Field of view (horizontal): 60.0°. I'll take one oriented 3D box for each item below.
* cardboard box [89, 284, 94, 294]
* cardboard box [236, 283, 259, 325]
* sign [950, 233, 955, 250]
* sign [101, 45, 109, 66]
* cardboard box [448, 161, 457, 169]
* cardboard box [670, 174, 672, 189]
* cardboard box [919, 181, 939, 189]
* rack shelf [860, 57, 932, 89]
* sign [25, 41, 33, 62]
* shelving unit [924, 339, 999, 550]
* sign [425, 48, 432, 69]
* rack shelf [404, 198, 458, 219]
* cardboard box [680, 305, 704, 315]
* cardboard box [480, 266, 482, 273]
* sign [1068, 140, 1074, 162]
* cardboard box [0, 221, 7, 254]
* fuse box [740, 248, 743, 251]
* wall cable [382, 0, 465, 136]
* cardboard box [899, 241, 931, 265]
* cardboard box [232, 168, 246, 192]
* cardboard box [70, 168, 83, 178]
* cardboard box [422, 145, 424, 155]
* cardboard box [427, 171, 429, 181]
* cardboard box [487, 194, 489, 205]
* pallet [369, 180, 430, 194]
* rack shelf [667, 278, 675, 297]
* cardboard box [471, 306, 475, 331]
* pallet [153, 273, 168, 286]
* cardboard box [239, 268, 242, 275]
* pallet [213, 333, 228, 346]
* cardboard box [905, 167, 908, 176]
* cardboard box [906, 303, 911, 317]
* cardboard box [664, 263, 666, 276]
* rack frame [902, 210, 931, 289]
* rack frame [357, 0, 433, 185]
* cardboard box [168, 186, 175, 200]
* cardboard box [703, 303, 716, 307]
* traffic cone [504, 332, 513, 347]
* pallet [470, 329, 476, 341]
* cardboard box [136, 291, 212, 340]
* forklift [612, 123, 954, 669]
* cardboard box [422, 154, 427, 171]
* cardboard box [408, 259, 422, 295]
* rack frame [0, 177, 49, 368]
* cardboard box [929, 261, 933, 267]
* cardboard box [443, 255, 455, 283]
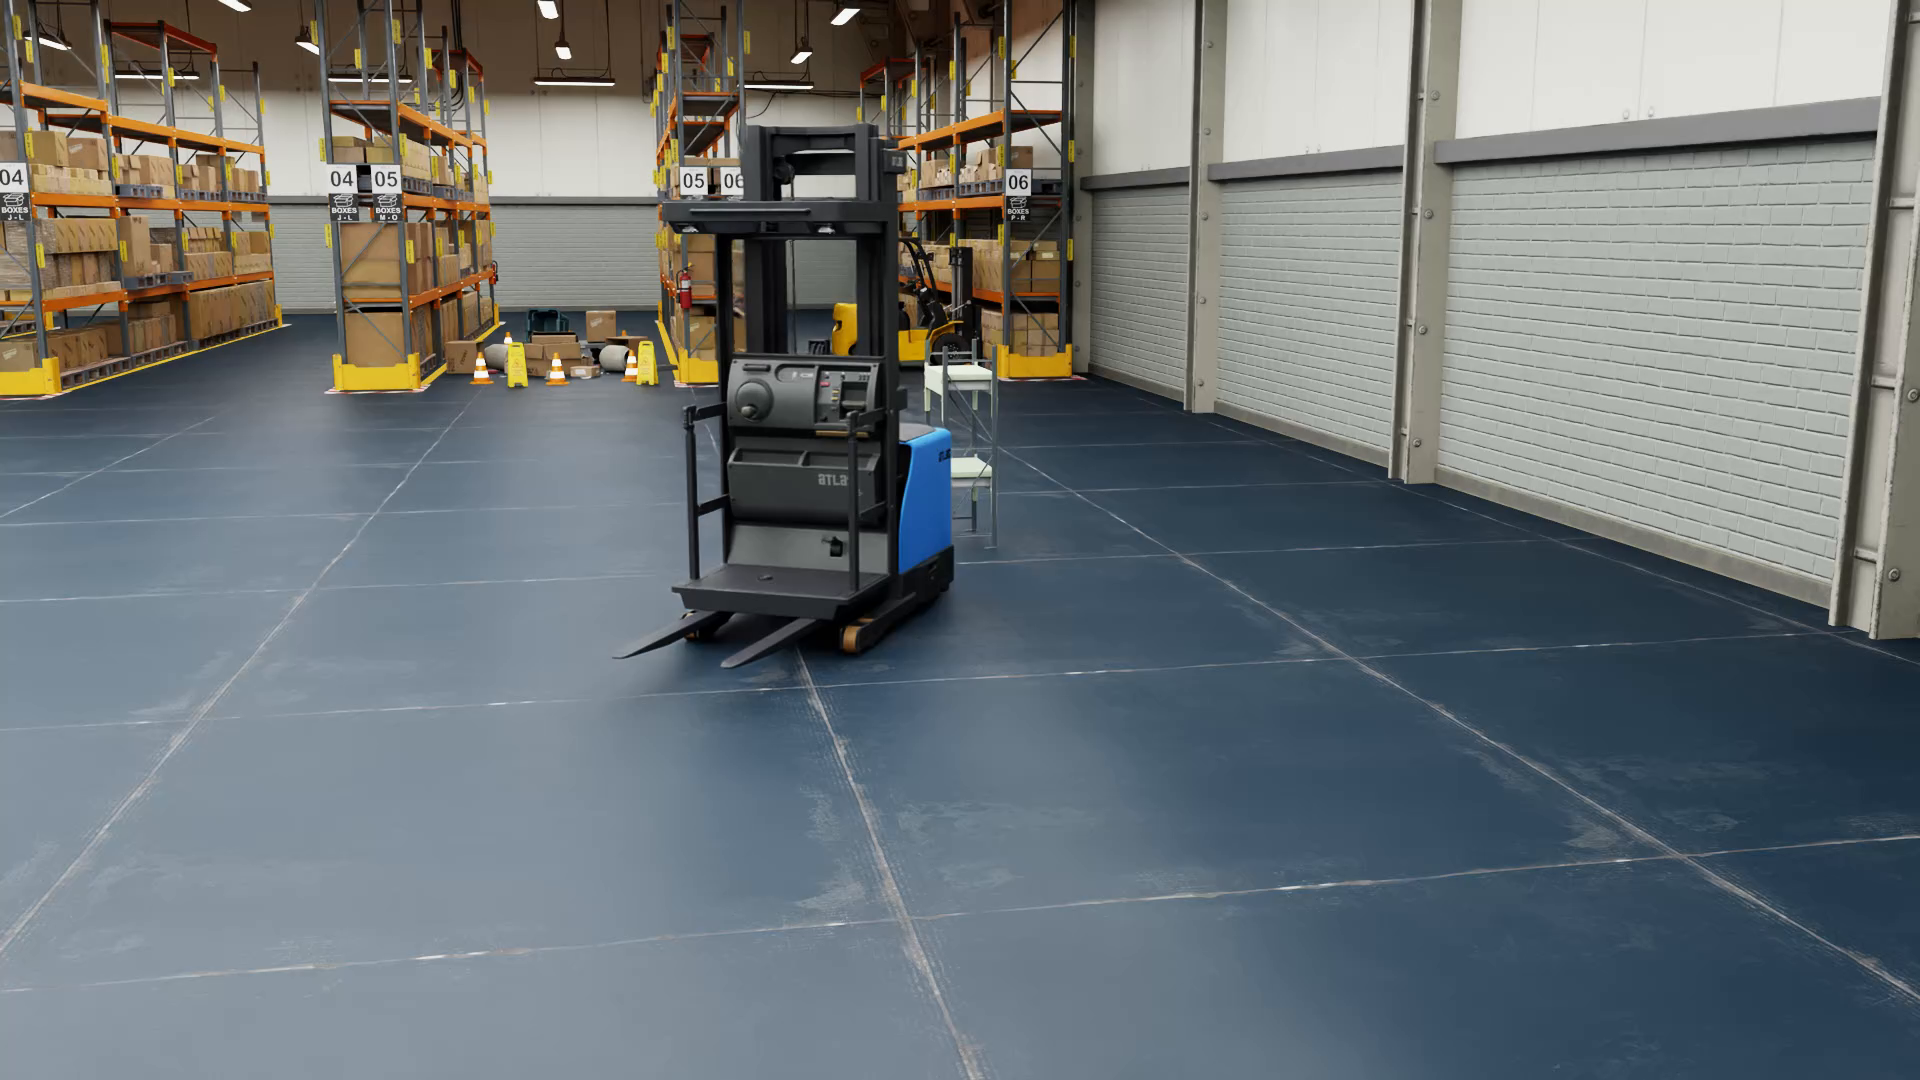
[{"bbox_3d":[-13.664,-3.887,25.768,0.380,0.149,0.250,-2,11,-11],"label":"cardboard box"},{"bbox_3d":[-15.970,-5.189,36.496,0.875,0.875,0.875,-2,11,-11],"label":"cardboard box"},{"bbox_3d":[-0.131,-5.320,29.741,0.100,0.325,0.005,-2,11,-11],"label":"sign"},{"bbox_3d":[-13.653,-7.731,26.540,0.100,0.325,0.005,-2,11,-11],"label":"sign"},{"bbox_3d":[-9.991,-7.243,32.392,0.396,0.266,0.258,-2,11,-11],"label":"cardboard box"},{"bbox_3d":[-4.651,-6.086,28.232,0.500,0.250,0.500,-2,11,-12],"label":"cardboard box"},{"bbox_3d":[-0.608,-7.085,33.108,0.380,0.166,0.250,-2,11,-11],"label":"cardboard box"},{"bbox_3d":[-1.545,-10.872,38.787,1.077,0.370,4.000,-2,11,-11],"label":"rack shelf"},{"bbox_3d":[-14.732,-7.733,26.335,0.100,0.325,0.005,-2,11,-11],"label":"sign"},{"bbox_3d":[0.001,-0.736,12.550,0.431,1.500,0.755,-2,11,-11],"label":"shelving unit"},{"bbox_3d":[-8.755,-7.931,27.379,0.100,0.325,0.005,-2,11,-11],"label":"sign"},{"bbox_3d":[-9.693,-5.919,29.674,1.077,0.370,4.000,-2,11,-11],"label":"rack shelf"},{"bbox_3d":[-4.239,-3.642,26.299,0.380,0.149,0.250,-2,11,-9],"label":"cardboard box"},{"bbox_3d":[-10.853,-6.030,37.028,0.380,0.149,0.250,-2,11,-10],"label":"cardboard box"},{"bbox_3d":[1.723,-6.039,25.831,0.100,0.325,0.005,-2,11,-11],"label":"sign"},{"bbox_3d":[-13.761,-4.315,23.607,0.500,0.500,0.500,-2,11,-11],"label":"cardboard box"},{"bbox_3d":[-5.833,-7.282,46.377,0.539,1.711,0.414,-2,11,-11],"label":"fuse box"},{"bbox_3d":[-14.242,-12.161,43.918,2.277,5.999,0.120,-2,11,-11],"label":"wall cable"},{"bbox_3d":[-0.877,-6.095,35.298,0.797,0.503,0.637,-2,11,-12],"label":"cardboard box"},{"bbox_3d":[-16.019,-7.857,36.273,0.700,0.500,0.500,-2,11,-9],"label":"cardboard box"},{"bbox_3d":[-13.581,-5.575,25.279,0.380,0.149,0.250,-2,11,-8],"label":"cardboard box"},{"bbox_3d":[-8.775,-6.236,26.562,0.380,0.149,0.250,-2,11,-10],"label":"cardboard box"},{"bbox_3d":[-8.871,-5.936,27.122,0.380,0.149,0.250,-2,11,-10],"label":"cardboard box"},{"bbox_3d":[-11.290,-7.959,38.869,0.500,0.250,0.500,-2,11,-12],"label":"cardboard box"},{"bbox_3d":[-9.155,-5.712,26.897,1.003,0.211,1.213,-2,11,-11],"label":"pallet"},{"bbox_3d":[-4.857,-4.644,30.997,1.077,0.370,4.000,-2,11,-11],"label":"rack shelf"},{"bbox_3d":[-10.274,-4.563,34.209,0.500,0.500,0.500,-2,11,-12],"label":"cardboard box"},{"bbox_3d":[-14.542,-4.548,29.082,1.003,0.211,1.213,-2,11,-11],"label":"pallet"},{"bbox_3d":[-15.527,-5.729,35.444,0.380,0.149,0.250,-2,11,-13],"label":"cardboard box"},{"bbox_3d":[-15.280,-4.005,33.172,1.003,0.211,1.213,-2,11,-11],"label":"pallet"},{"bbox_3d":[-1.029,-8.181,37.010,0.396,0.266,0.258,-2,11,-12],"label":"cardboard box"},{"bbox_3d":[-0.863,-4.782,35.358,0.500,0.500,0.500,-2,11,-9],"label":"cardboard box"},{"bbox_3d":[-5.923,-5.652,34.773,0.500,0.250,0.500,-2,11,-12],"label":"cardboard box"},{"bbox_3d":[-1.156,-6.279,37.664,1.000,3.000,0.127,-2,11,-11],"label":"rack frame"},{"bbox_3d":[-9.304,-7.379,27.399,1.000,3.000,0.127,-2,11,-11],"label":"rack frame"},{"bbox_3d":[-14.634,-6.325,30.286,0.500,0.250,0.500,-2,11,-11],"label":"cardboard box"},{"bbox_3d":[-5.299,-4.656,33.698,0.875,0.875,0.875,-2,11,-12],"label":"cardboard box"},{"bbox_3d":[-8.084,-3.487,29.778,0.336,0.463,0.334,-2,11,-11],"label":"traffic cone"},{"bbox_3d":[-10.467,-4.163,34.001,1.003,0.211,1.213,-2,11,-11],"label":"pallet"},{"bbox_3d":[-15.081,-4.294,31.792,1.225,0.875,0.875,-3,11,-14],"label":"cardboard box"},{"bbox_3d":[-0.979,-0.881,9.484,1.130,2.935,3.031,3,11,18],"label":"forklift"},{"bbox_3d":[-8.859,-6.060,26.704,0.500,0.250,0.500,-2,11,-11],"label":"cardboard box"},{"bbox_3d":[-8.757,-4.046,25.530,0.875,0.550,0.550,-2,11,-11],"label":"cardboard box"},{"bbox_3d":[-13.411,-3.537,23.255,1.000,3.000,0.127,-2,11,-11],"label":"rack frame"},{"bbox_3d":[-0.351,-5.439,32.312,0.500,0.250,0.500,-2,11,-12],"label":"cardboard box"},{"bbox_3d":[-9.538,-4.959,30.460,0.500,0.500,0.500,-2,11,-12],"label":"cardboard box"}]
